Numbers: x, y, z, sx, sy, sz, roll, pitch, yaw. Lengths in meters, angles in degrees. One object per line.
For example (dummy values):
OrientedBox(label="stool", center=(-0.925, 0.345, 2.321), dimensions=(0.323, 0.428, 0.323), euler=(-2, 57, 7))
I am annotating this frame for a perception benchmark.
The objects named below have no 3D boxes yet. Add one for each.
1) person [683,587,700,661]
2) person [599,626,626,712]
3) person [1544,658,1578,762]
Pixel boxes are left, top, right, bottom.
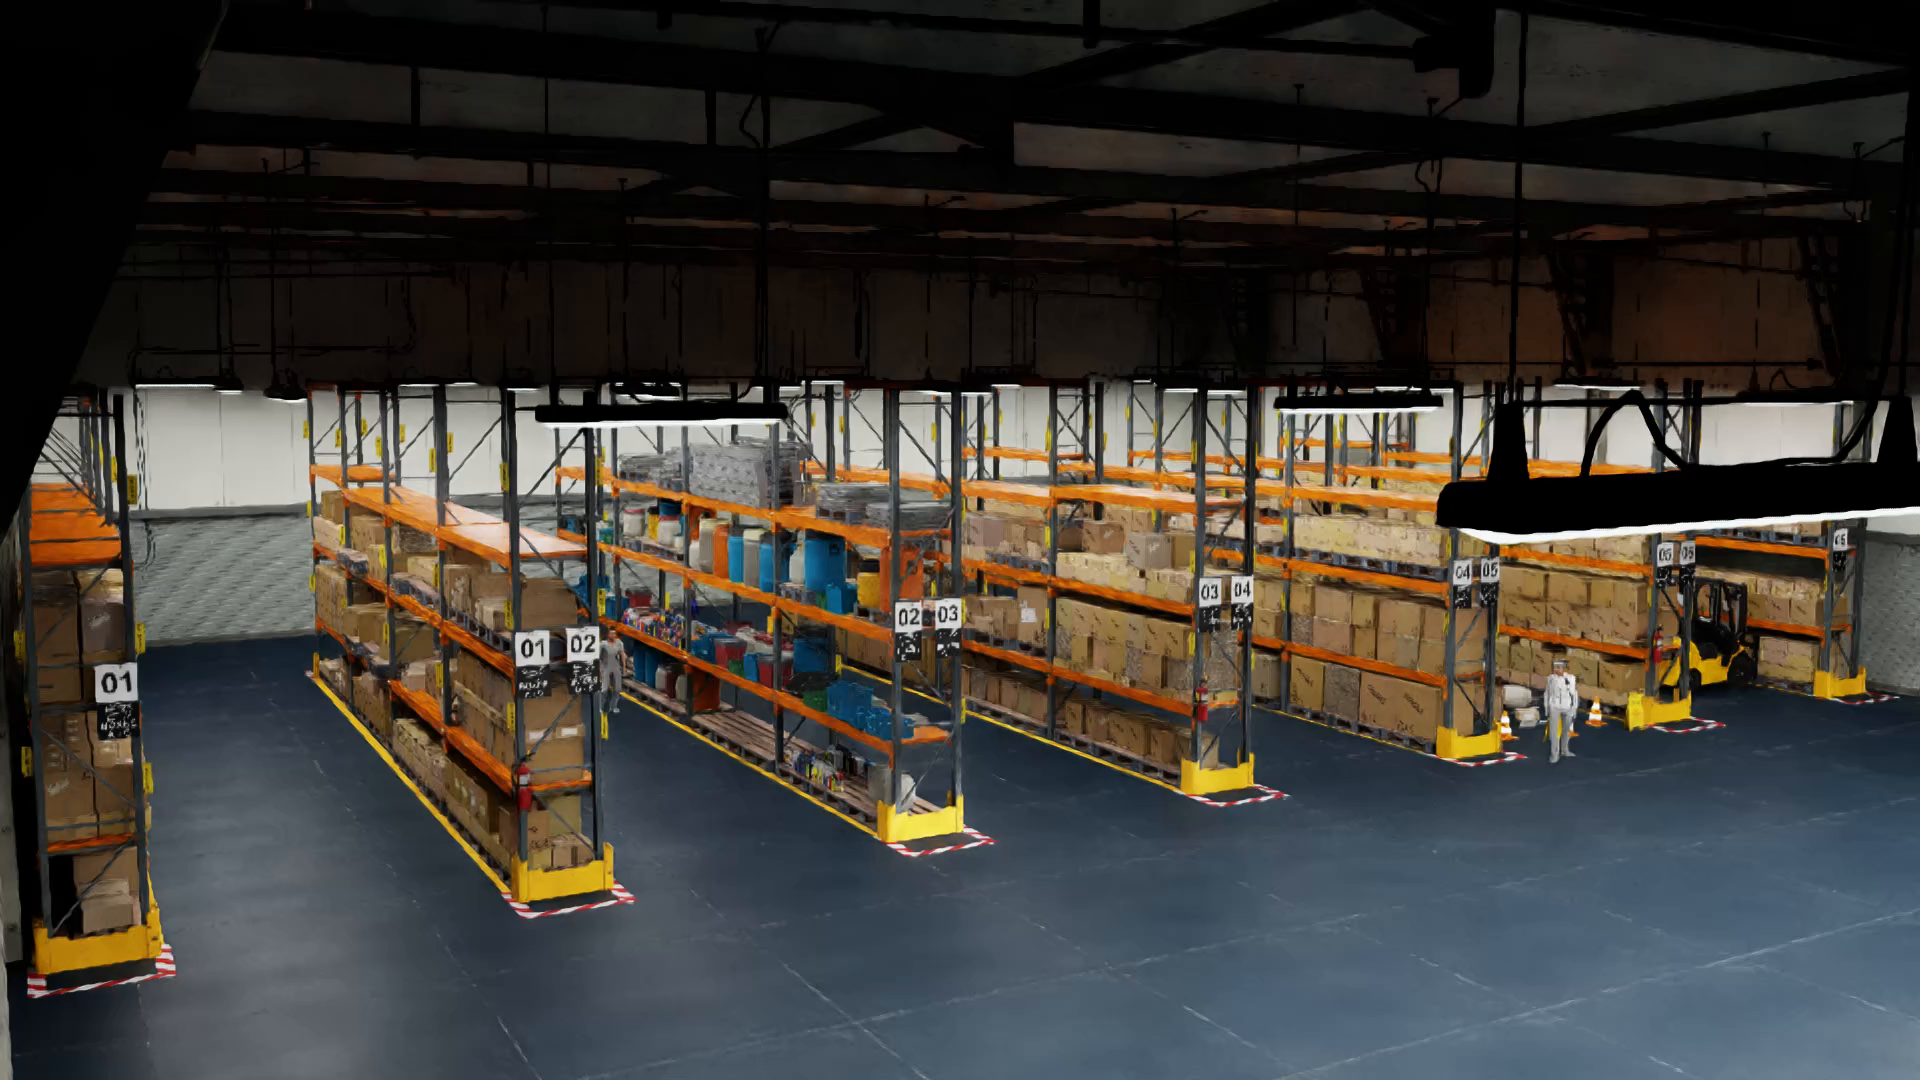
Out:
OrientedBox(label="person", center=(-5.606, 1.805, 34.667), dimensions=(0.367, 1.668, 0.611), euler=(-5, 8, -38))
OrientedBox(label="person", center=(-6.333, 2.339, 30.069), dimensions=(0.580, 1.617, 0.503), euler=(-4, 7, -31))
OrientedBox(label="person", center=(9.605, 2.686, 26.595), dimensions=(0.506, 1.662, 0.562), euler=(2, 6, 20))
